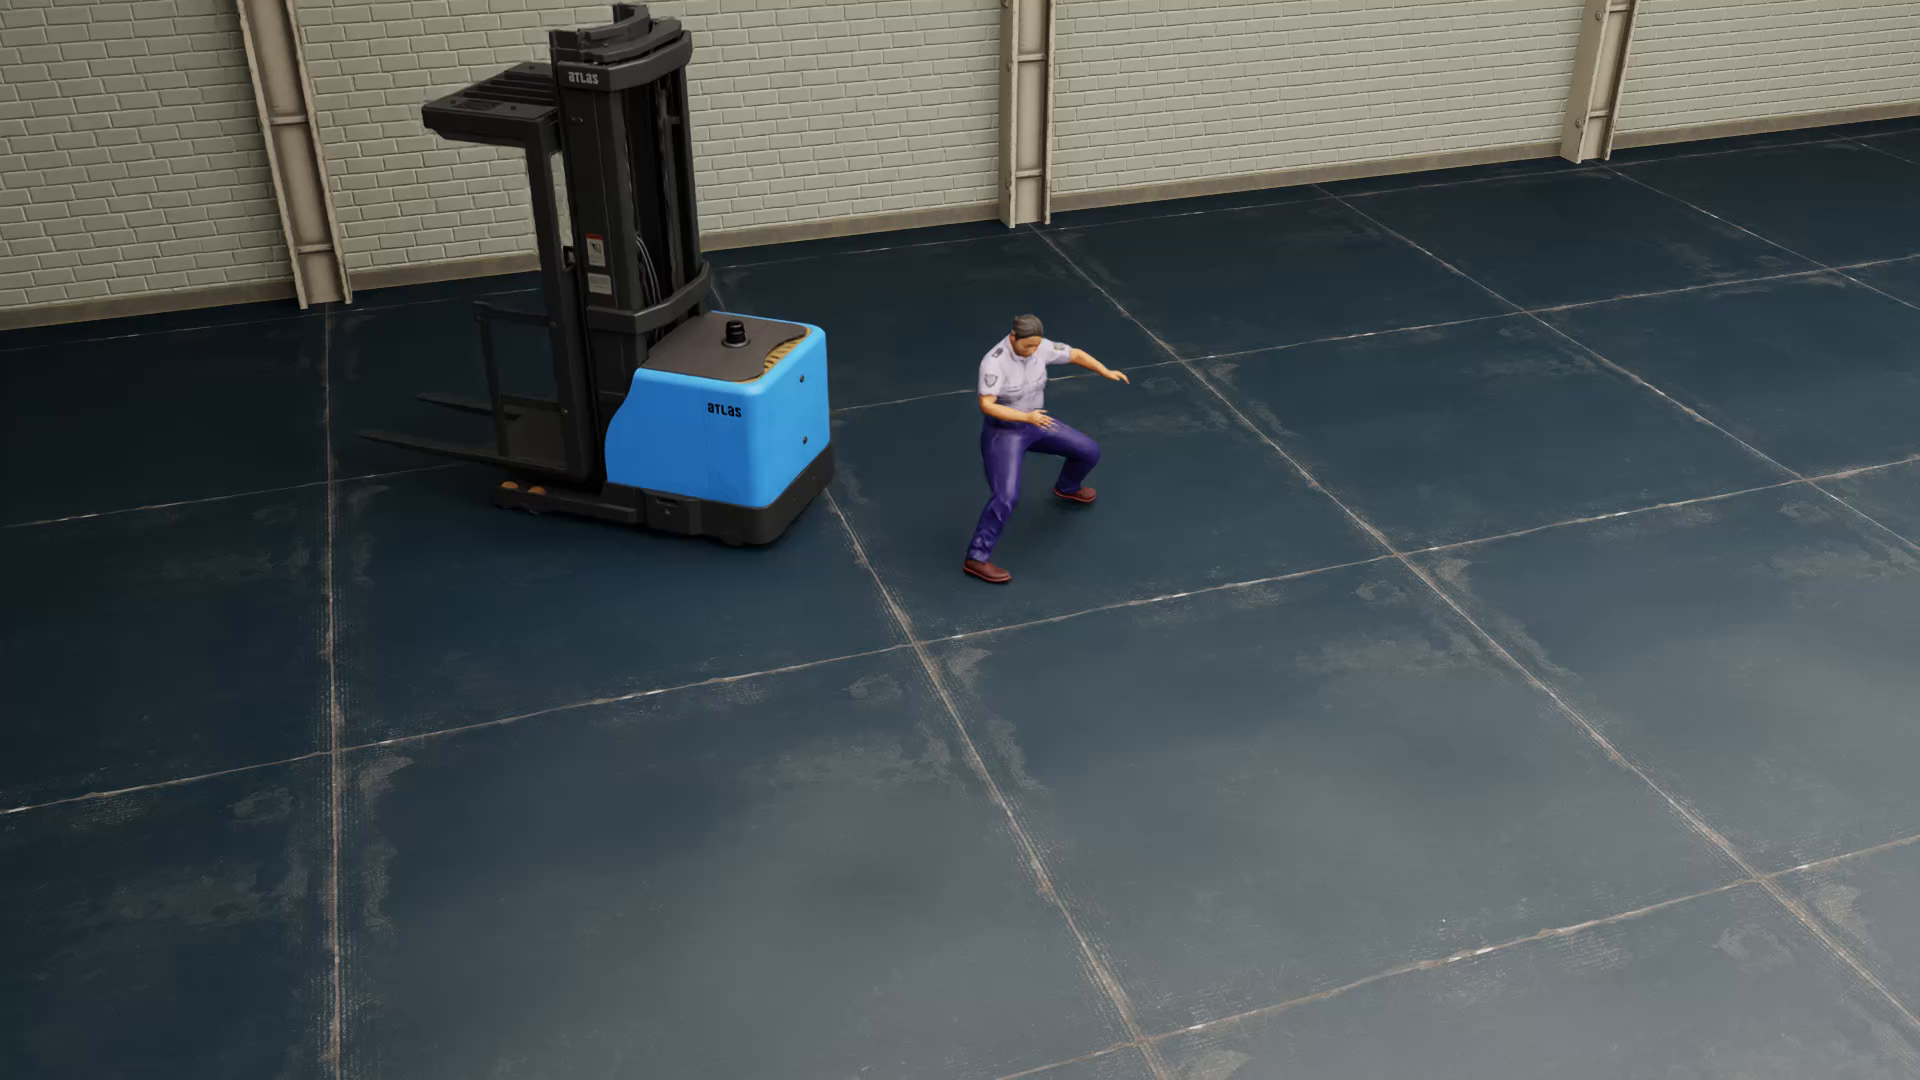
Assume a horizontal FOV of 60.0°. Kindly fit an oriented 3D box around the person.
[{"bbox_3d":[0.458,-0.637,9.700,1.205,1.430,0.625,-21,36,-32],"label":"person"}]

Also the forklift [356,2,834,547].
[{"bbox_3d":[-2.378,-1.669,9.988,3.031,2.935,1.130,10,31,17],"label":"forklift"}]
